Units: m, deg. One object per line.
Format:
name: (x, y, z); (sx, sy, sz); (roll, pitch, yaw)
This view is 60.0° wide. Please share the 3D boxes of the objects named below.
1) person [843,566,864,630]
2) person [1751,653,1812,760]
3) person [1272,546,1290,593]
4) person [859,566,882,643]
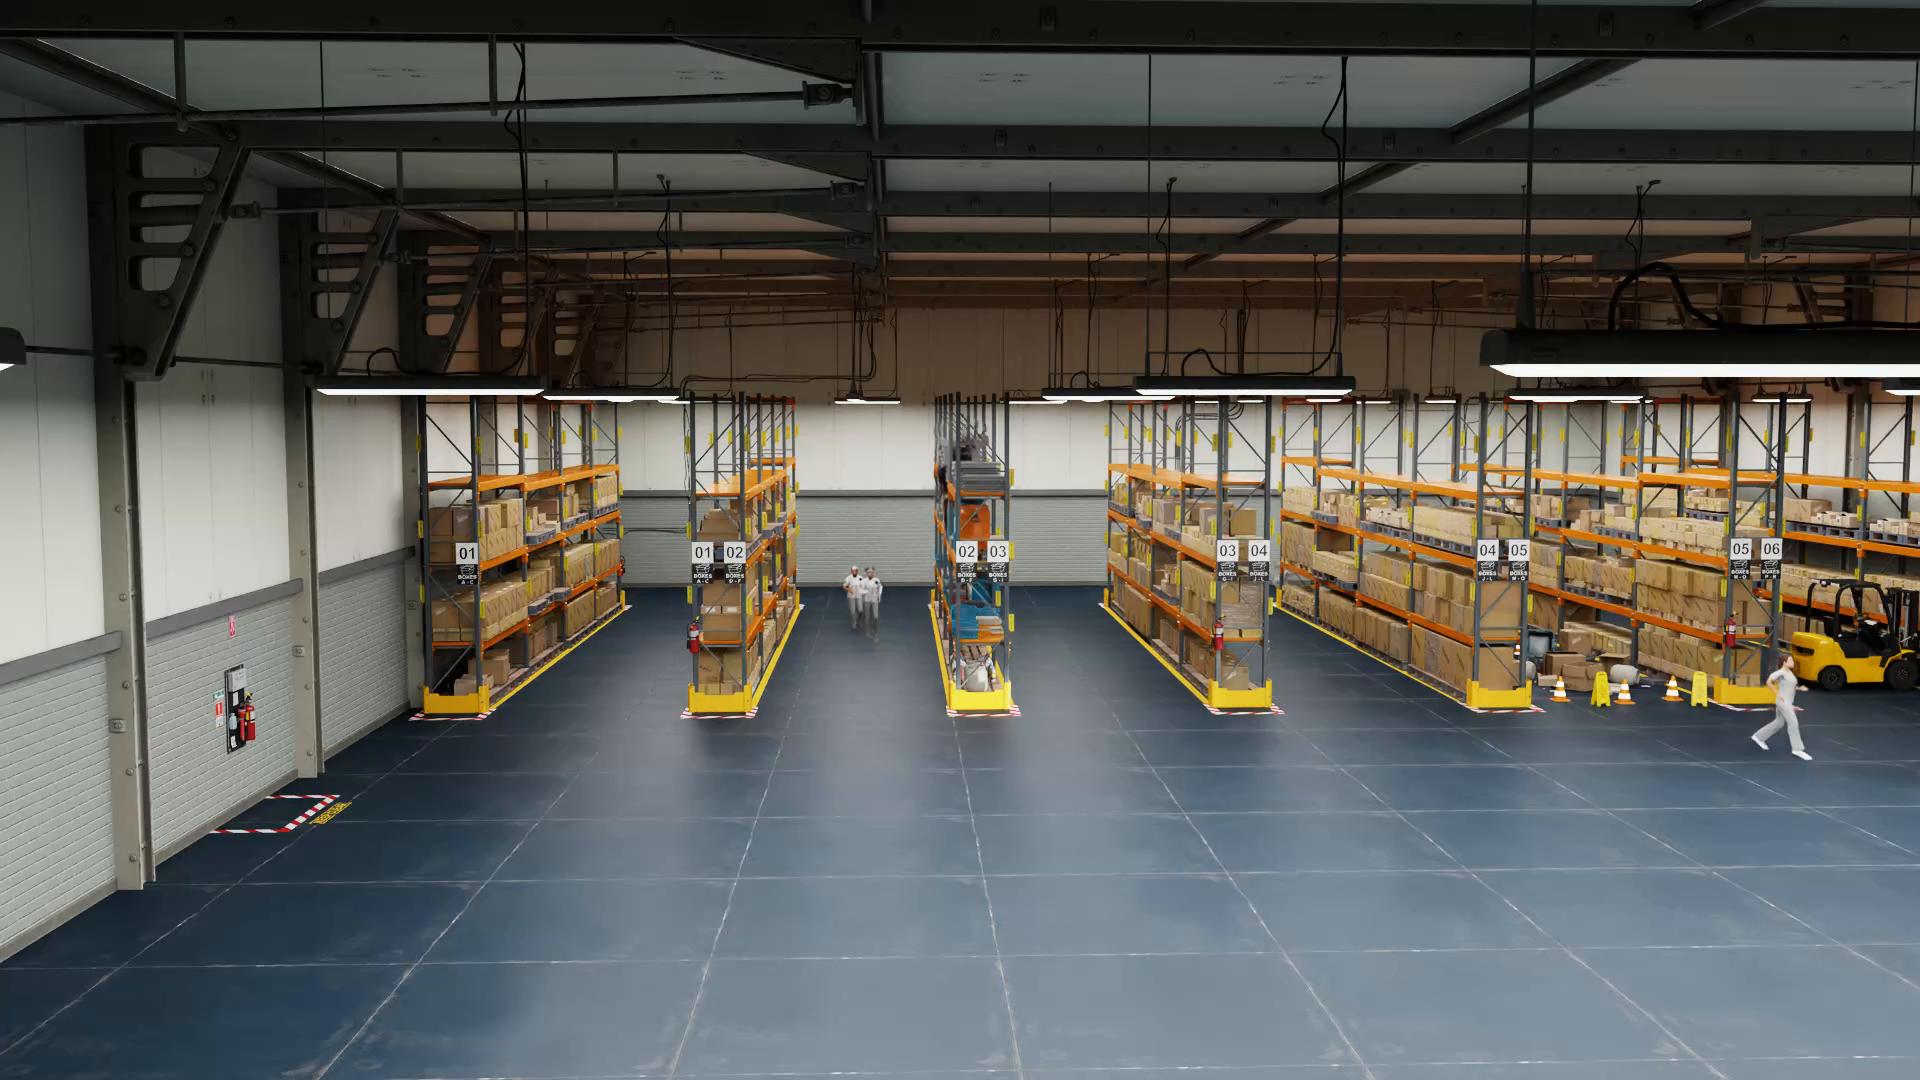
person: (-2.693, 1.492, 42.669); (0.609, 1.646, 0.599); (-1, 5, -12)
person: (13.484, 2.695, 27.236); (0.945, 1.691, 0.564); (4, 6, 39)
person: (9.546, 0.945, 49.102); (0.633, 1.686, 0.784); (1, 5, 13)
person: (-2.077, 1.506, 38.924); (0.590, 1.794, 0.707); (-1, 5, -10)
